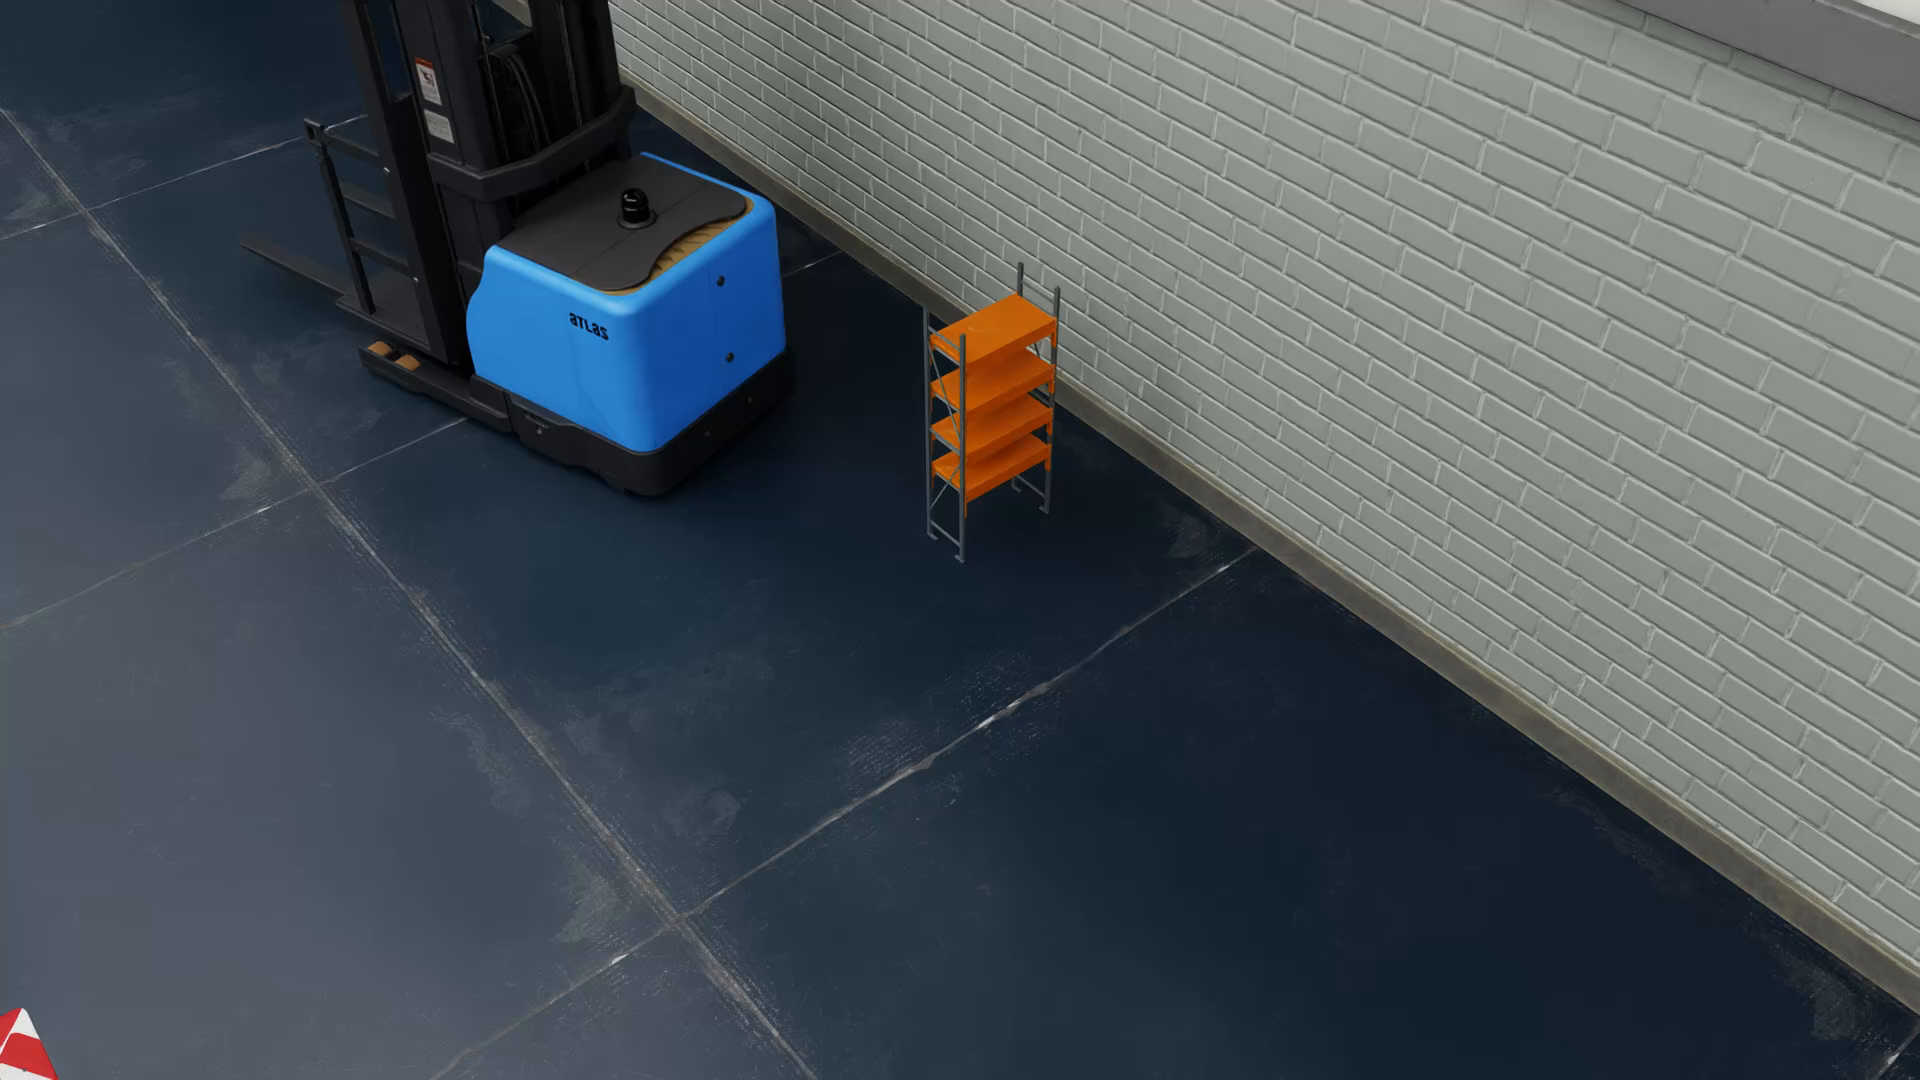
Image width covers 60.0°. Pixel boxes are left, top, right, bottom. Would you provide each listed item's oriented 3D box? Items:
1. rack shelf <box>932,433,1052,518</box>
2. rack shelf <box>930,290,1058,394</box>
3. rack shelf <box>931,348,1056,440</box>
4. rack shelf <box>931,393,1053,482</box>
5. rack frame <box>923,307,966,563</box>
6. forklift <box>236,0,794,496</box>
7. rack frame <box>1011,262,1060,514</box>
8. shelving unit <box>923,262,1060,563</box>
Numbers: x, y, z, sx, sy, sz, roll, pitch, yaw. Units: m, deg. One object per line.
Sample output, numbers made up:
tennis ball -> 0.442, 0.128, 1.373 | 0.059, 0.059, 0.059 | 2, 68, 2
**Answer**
rack shelf -> 0.127, -0.316, 7.099 | 0.480, 0.148, 0.258 | -30, 51, -28
rack shelf -> 0.127, -0.796, 6.648 | 0.480, 0.148, 0.258 | -30, 51, -28
rack shelf -> 0.127, -0.624, 6.810 | 0.480, 0.148, 0.258 | -30, 51, -28
rack shelf -> 0.127, -0.461, 6.963 | 0.480, 0.148, 0.258 | -30, 51, -28
rack frame -> -0.060, -0.403, 6.803 | 0.015, 1.200, 0.240 | -30, 51, -28
forklift -> -2.298, -2.064, 7.306 | 3.031, 2.935, 1.130 | 25, 49, 24
rack frame -> 0.314, -0.617, 7.031 | 0.015, 1.200, 0.240 | -30, 51, -28
shelving unit -> 0.127, -0.510, 6.917 | 0.503, 1.200, 0.258 | -30, 51, -28
